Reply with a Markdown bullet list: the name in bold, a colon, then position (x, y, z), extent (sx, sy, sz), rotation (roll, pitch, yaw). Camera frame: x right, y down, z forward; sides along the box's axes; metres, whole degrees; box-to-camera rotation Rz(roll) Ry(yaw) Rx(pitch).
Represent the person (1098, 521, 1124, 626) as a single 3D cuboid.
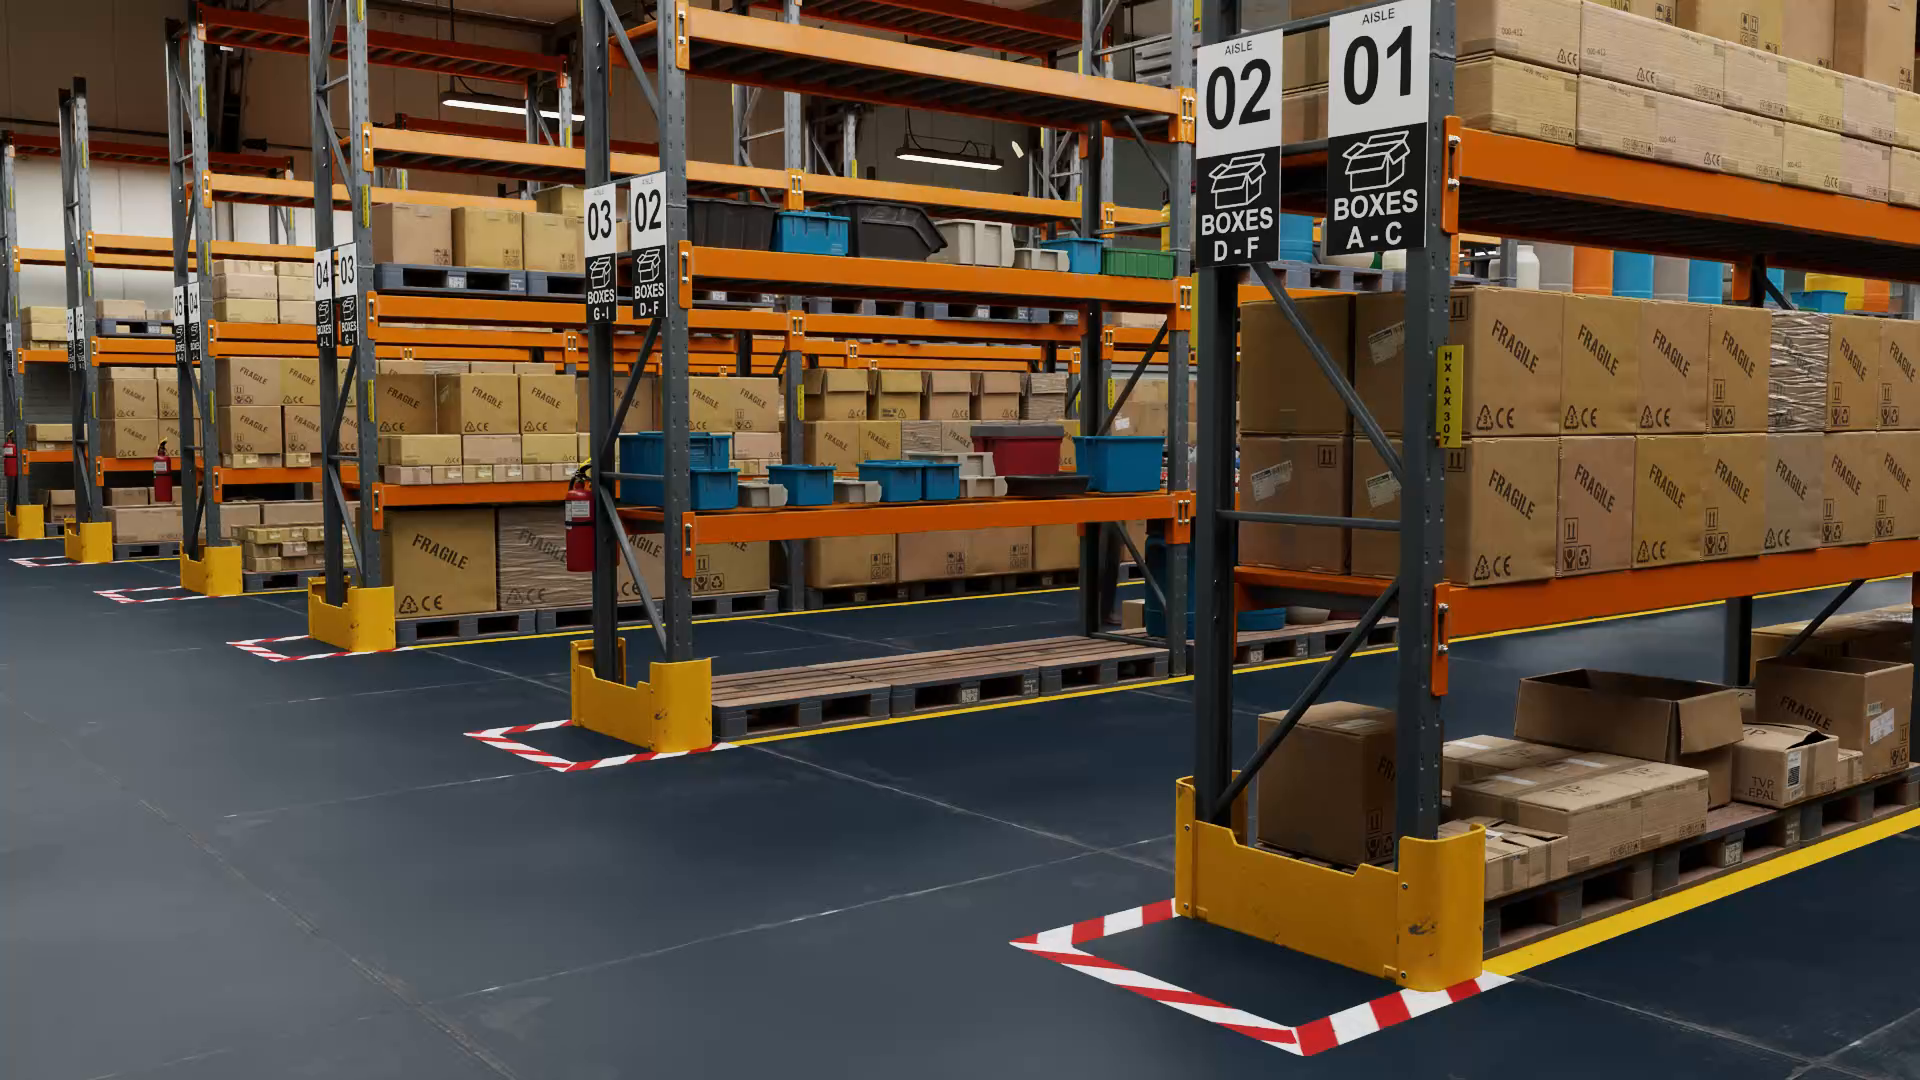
- **person**: position (1.277, -0.056, 14.756), extent (0.450, 1.718, 0.351), rotation (-3, 6, -38)
